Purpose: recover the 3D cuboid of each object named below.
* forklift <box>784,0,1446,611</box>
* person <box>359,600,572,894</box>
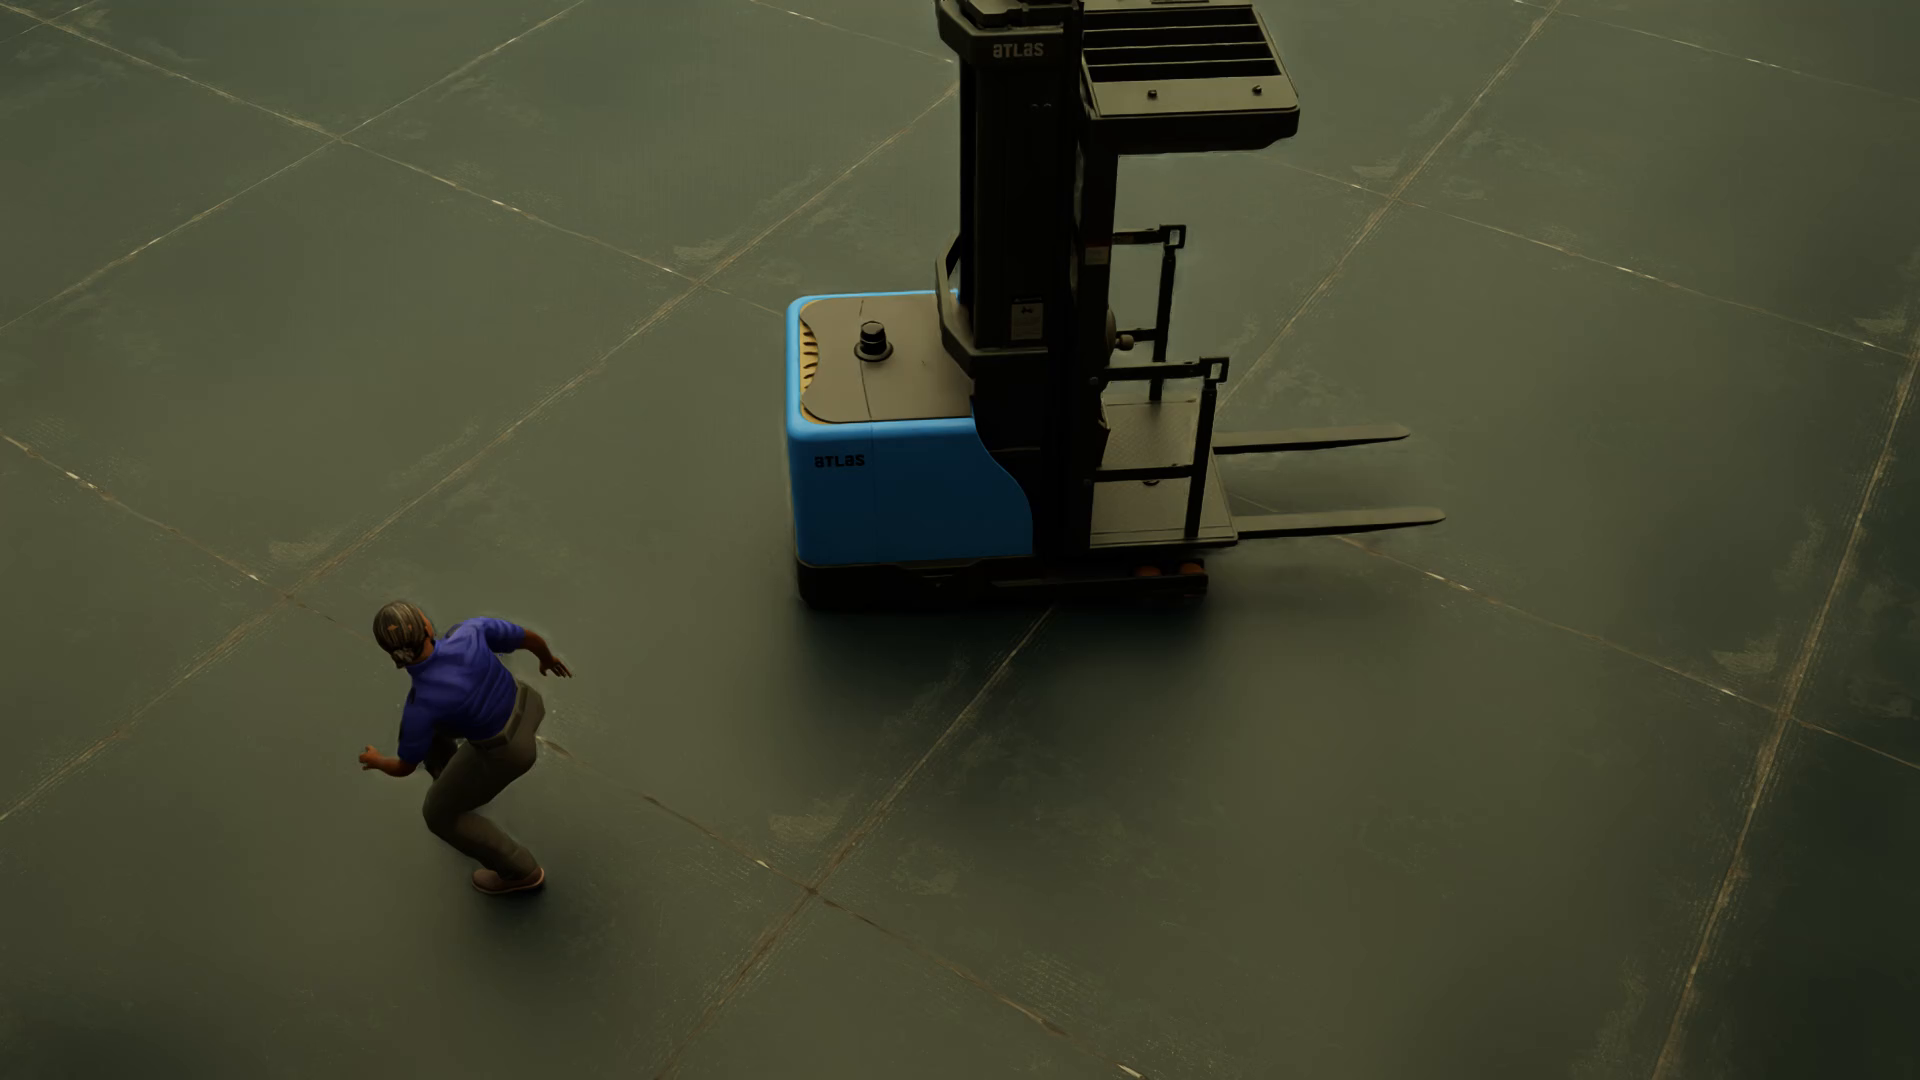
[{"bbox_3d":[0.735,-1.149,7.060,3.031,2.935,1.130,-3,44,-3],"label":"forklift"},{"bbox_3d":[-1.888,0.679,6.235,0.699,1.453,0.687,5,44,5],"label":"person"}]
